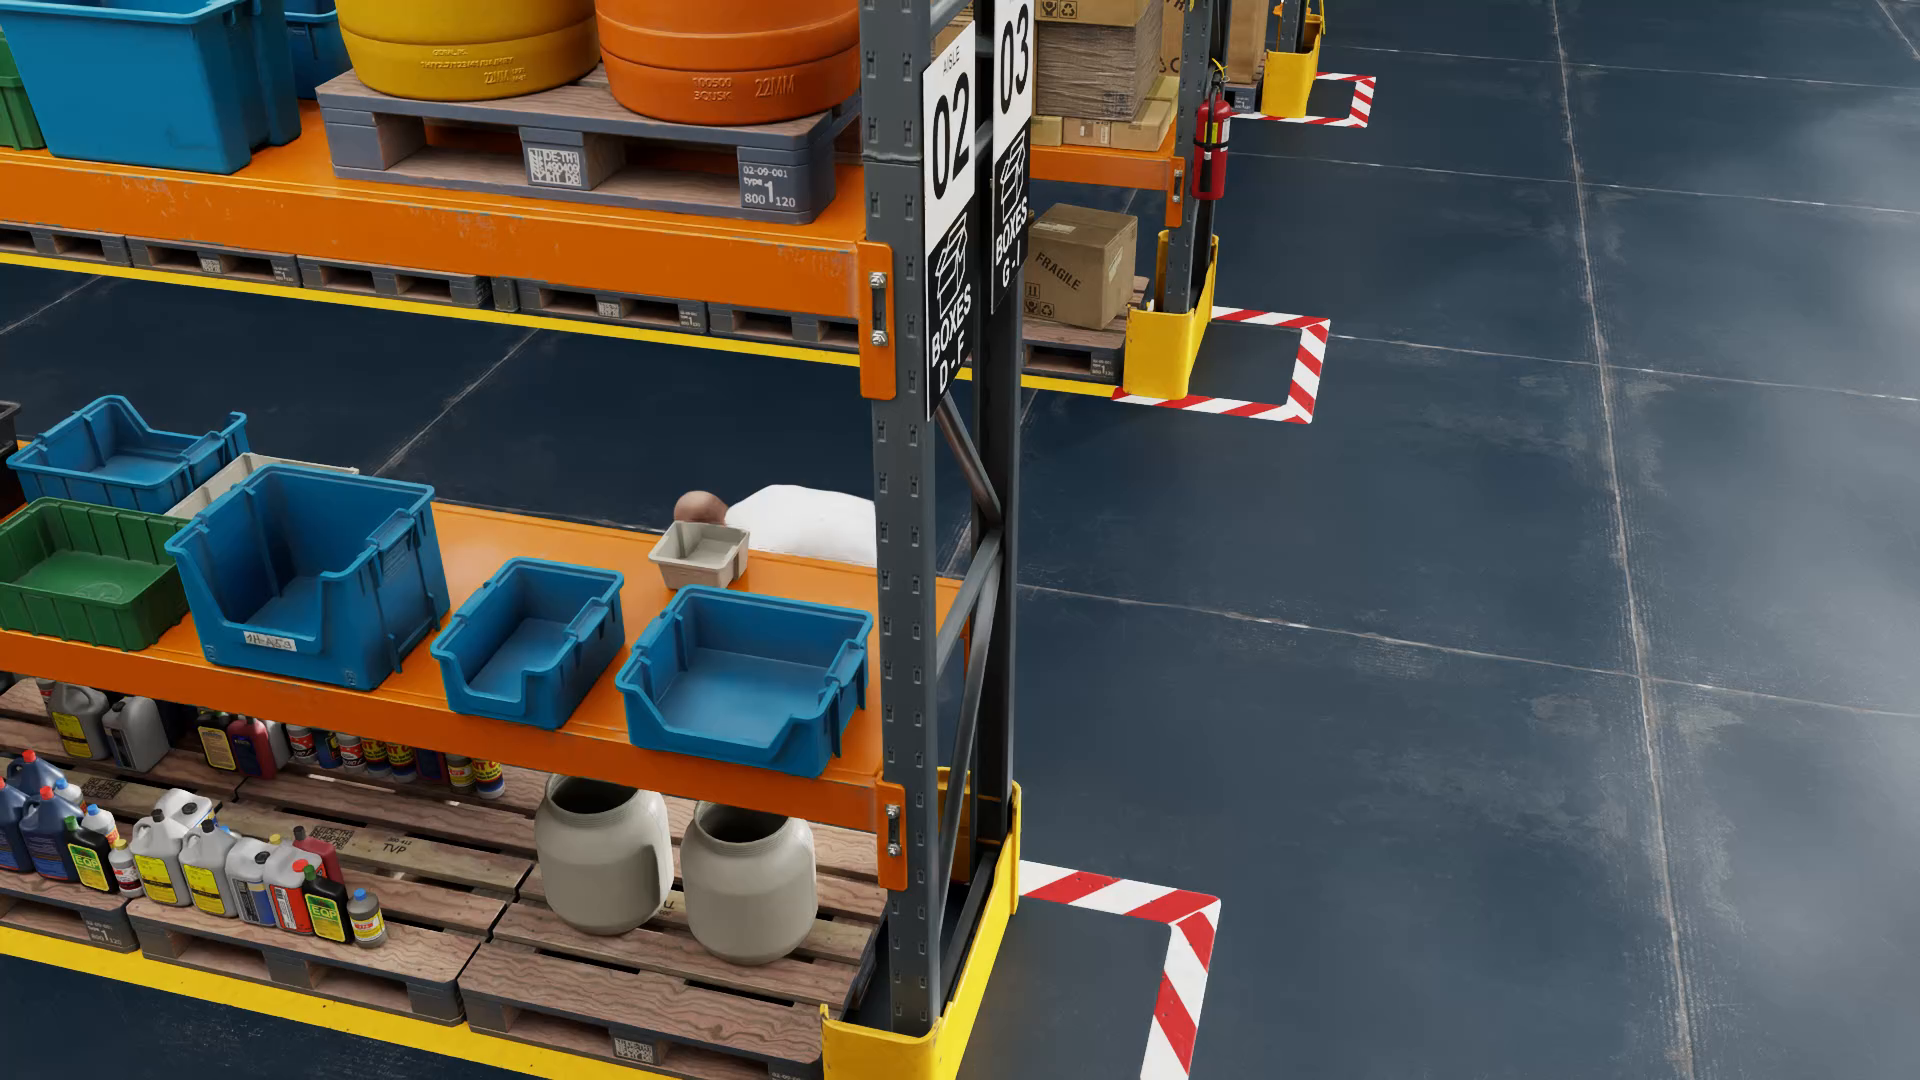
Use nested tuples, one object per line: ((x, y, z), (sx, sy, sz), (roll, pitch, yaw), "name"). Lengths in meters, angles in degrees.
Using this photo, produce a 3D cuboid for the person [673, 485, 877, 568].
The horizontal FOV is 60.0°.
((-0.599, 0.294, 6.367), (0.942, 1.049, 0.593), (5, 33, 8), "person")
